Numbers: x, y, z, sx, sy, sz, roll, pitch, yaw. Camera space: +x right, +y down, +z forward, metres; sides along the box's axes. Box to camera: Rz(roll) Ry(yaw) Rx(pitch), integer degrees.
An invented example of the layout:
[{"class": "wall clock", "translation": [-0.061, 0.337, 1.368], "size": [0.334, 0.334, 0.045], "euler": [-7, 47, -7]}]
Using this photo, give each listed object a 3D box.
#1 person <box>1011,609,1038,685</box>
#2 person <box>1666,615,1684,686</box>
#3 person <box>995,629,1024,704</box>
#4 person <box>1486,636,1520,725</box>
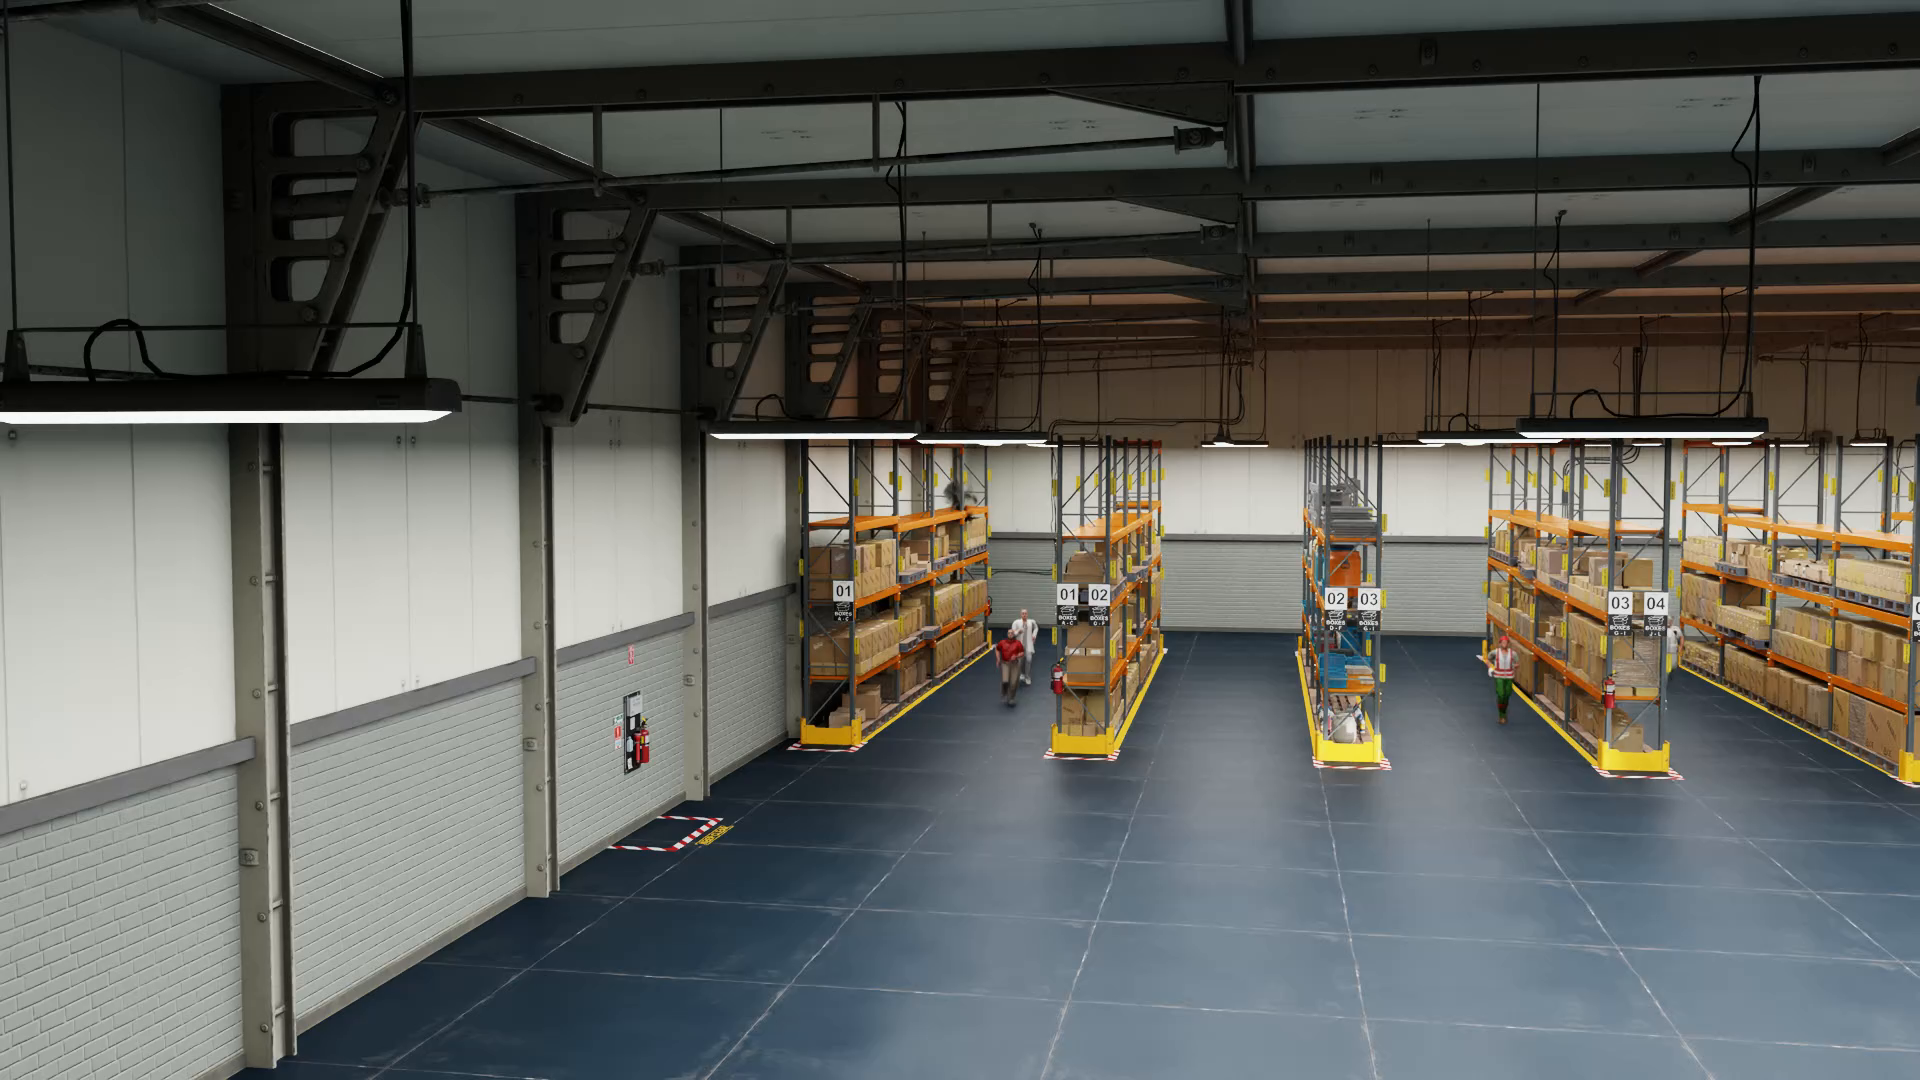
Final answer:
[{"class": "person", "translation": [1.585, 2.623, 40.872], "size": [0.687, 1.845, 0.811], "euler": [0, 3, 0]}, {"class": "person", "translation": [17.204, 2.677, 40.349], "size": [0.698, 1.742, 0.620], "euler": [1, 3, 15]}, {"class": "person", "translation": [1.120, 2.847, 37.342], "size": [0.647, 1.698, 0.659], "euler": [0, 3, 0]}, {"class": "person", "translation": [11.437, 2.927, 34.983], "size": [0.640, 1.824, 0.814], "euler": [0, 3, 5]}]
